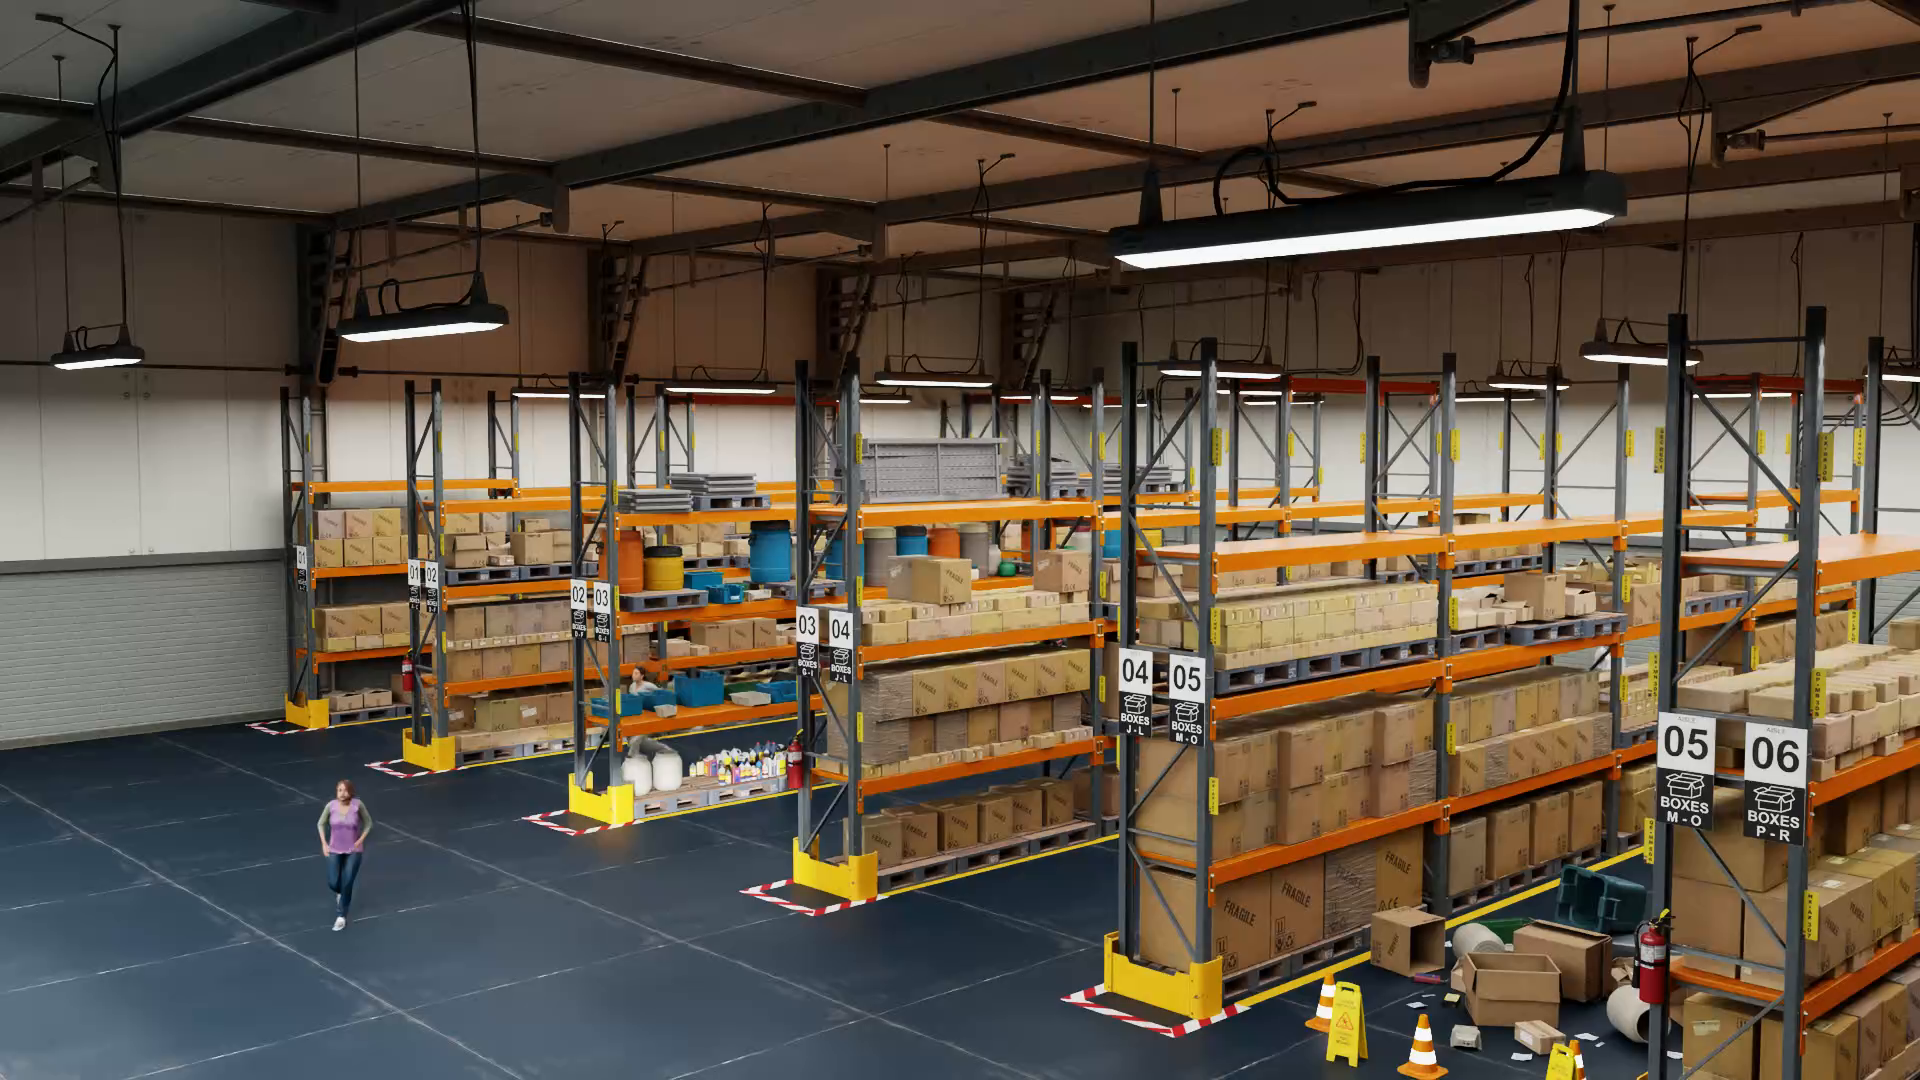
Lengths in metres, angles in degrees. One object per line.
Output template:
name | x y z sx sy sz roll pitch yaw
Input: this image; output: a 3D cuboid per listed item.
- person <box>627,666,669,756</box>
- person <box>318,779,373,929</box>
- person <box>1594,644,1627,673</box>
person | -4.799 2.722 25.256 0.587 1.664 0.993 3 5 36
person | -6.471 3.278 17.513 0.555 1.560 0.535 -1 4 -14
person | 11.342 2.456 28.935 0.652 1.776 0.736 0 4 -3
